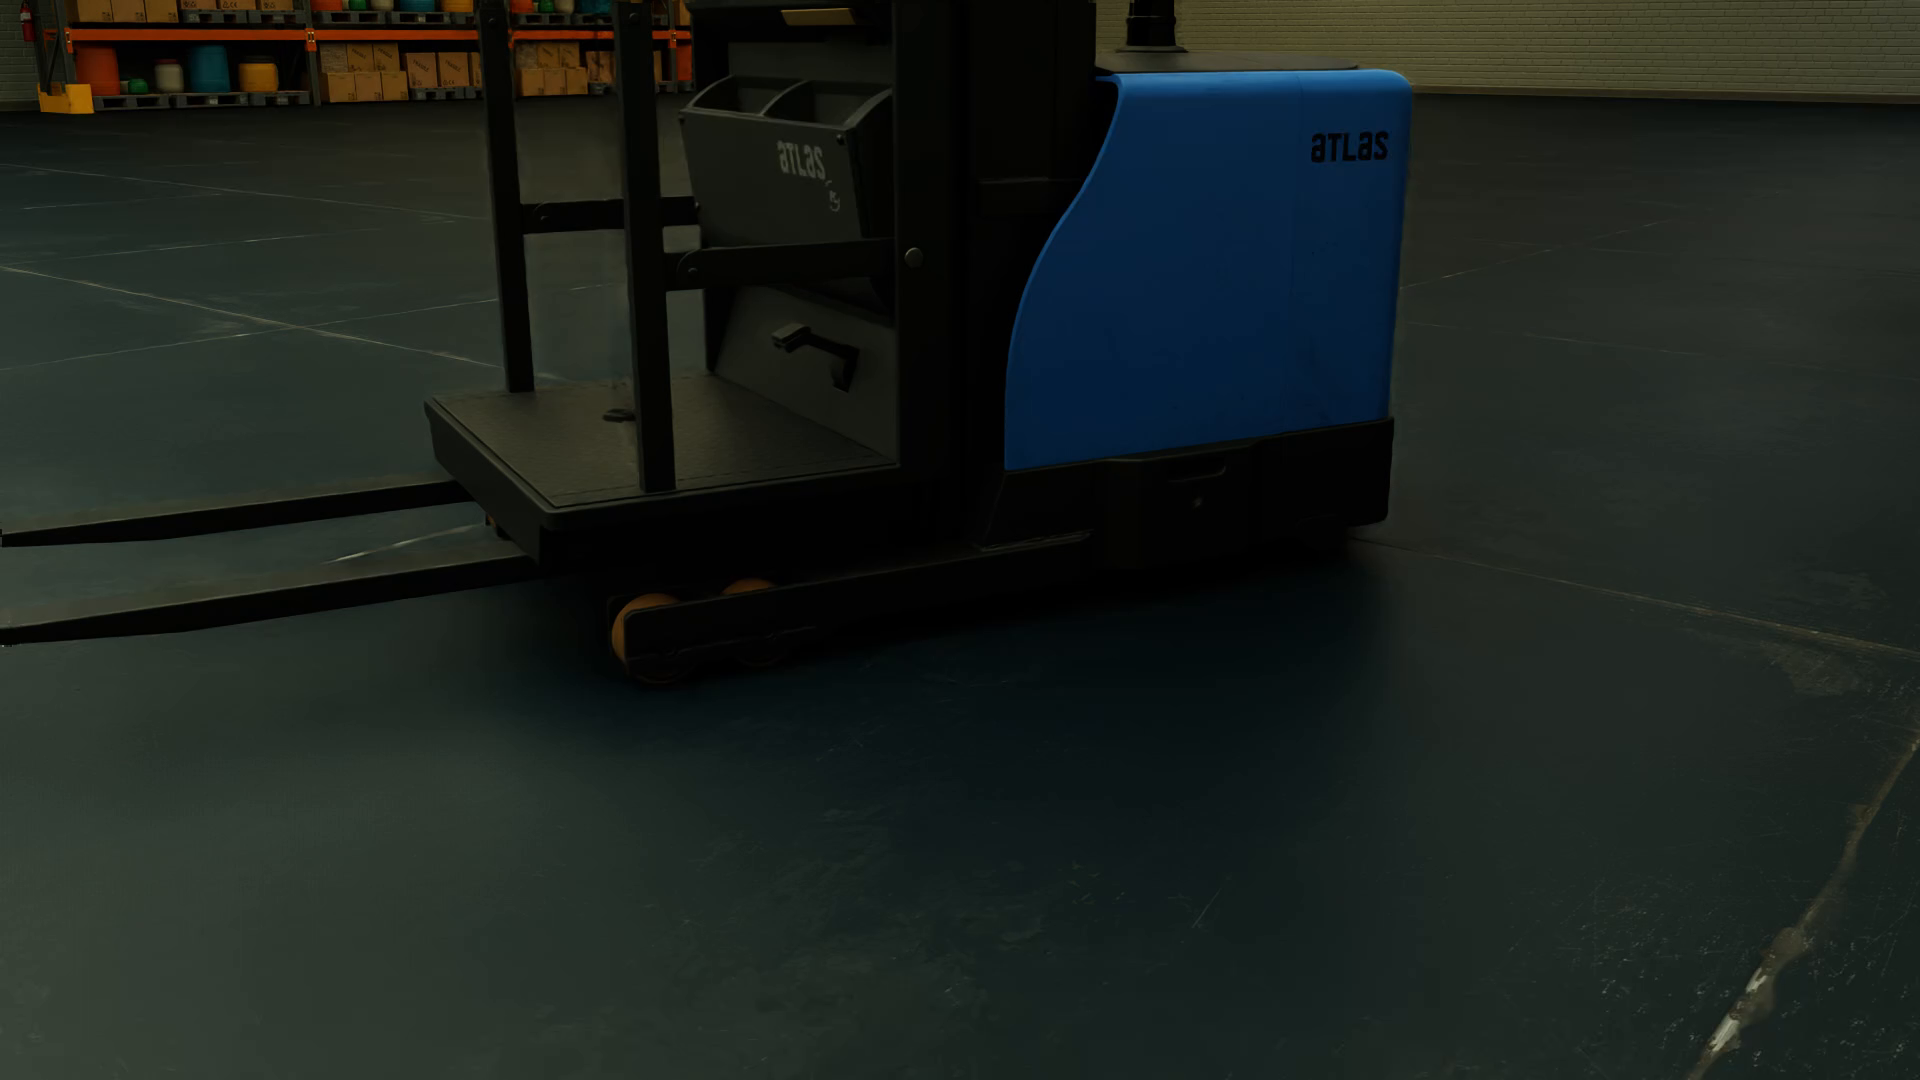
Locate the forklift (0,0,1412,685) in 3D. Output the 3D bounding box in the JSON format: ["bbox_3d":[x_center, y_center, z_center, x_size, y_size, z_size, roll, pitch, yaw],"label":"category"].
[{"bbox_3d":[-0.546,-1.311,3.214,3.031,2.935,1.130,-9,19,-27],"label":"forklift"}]
